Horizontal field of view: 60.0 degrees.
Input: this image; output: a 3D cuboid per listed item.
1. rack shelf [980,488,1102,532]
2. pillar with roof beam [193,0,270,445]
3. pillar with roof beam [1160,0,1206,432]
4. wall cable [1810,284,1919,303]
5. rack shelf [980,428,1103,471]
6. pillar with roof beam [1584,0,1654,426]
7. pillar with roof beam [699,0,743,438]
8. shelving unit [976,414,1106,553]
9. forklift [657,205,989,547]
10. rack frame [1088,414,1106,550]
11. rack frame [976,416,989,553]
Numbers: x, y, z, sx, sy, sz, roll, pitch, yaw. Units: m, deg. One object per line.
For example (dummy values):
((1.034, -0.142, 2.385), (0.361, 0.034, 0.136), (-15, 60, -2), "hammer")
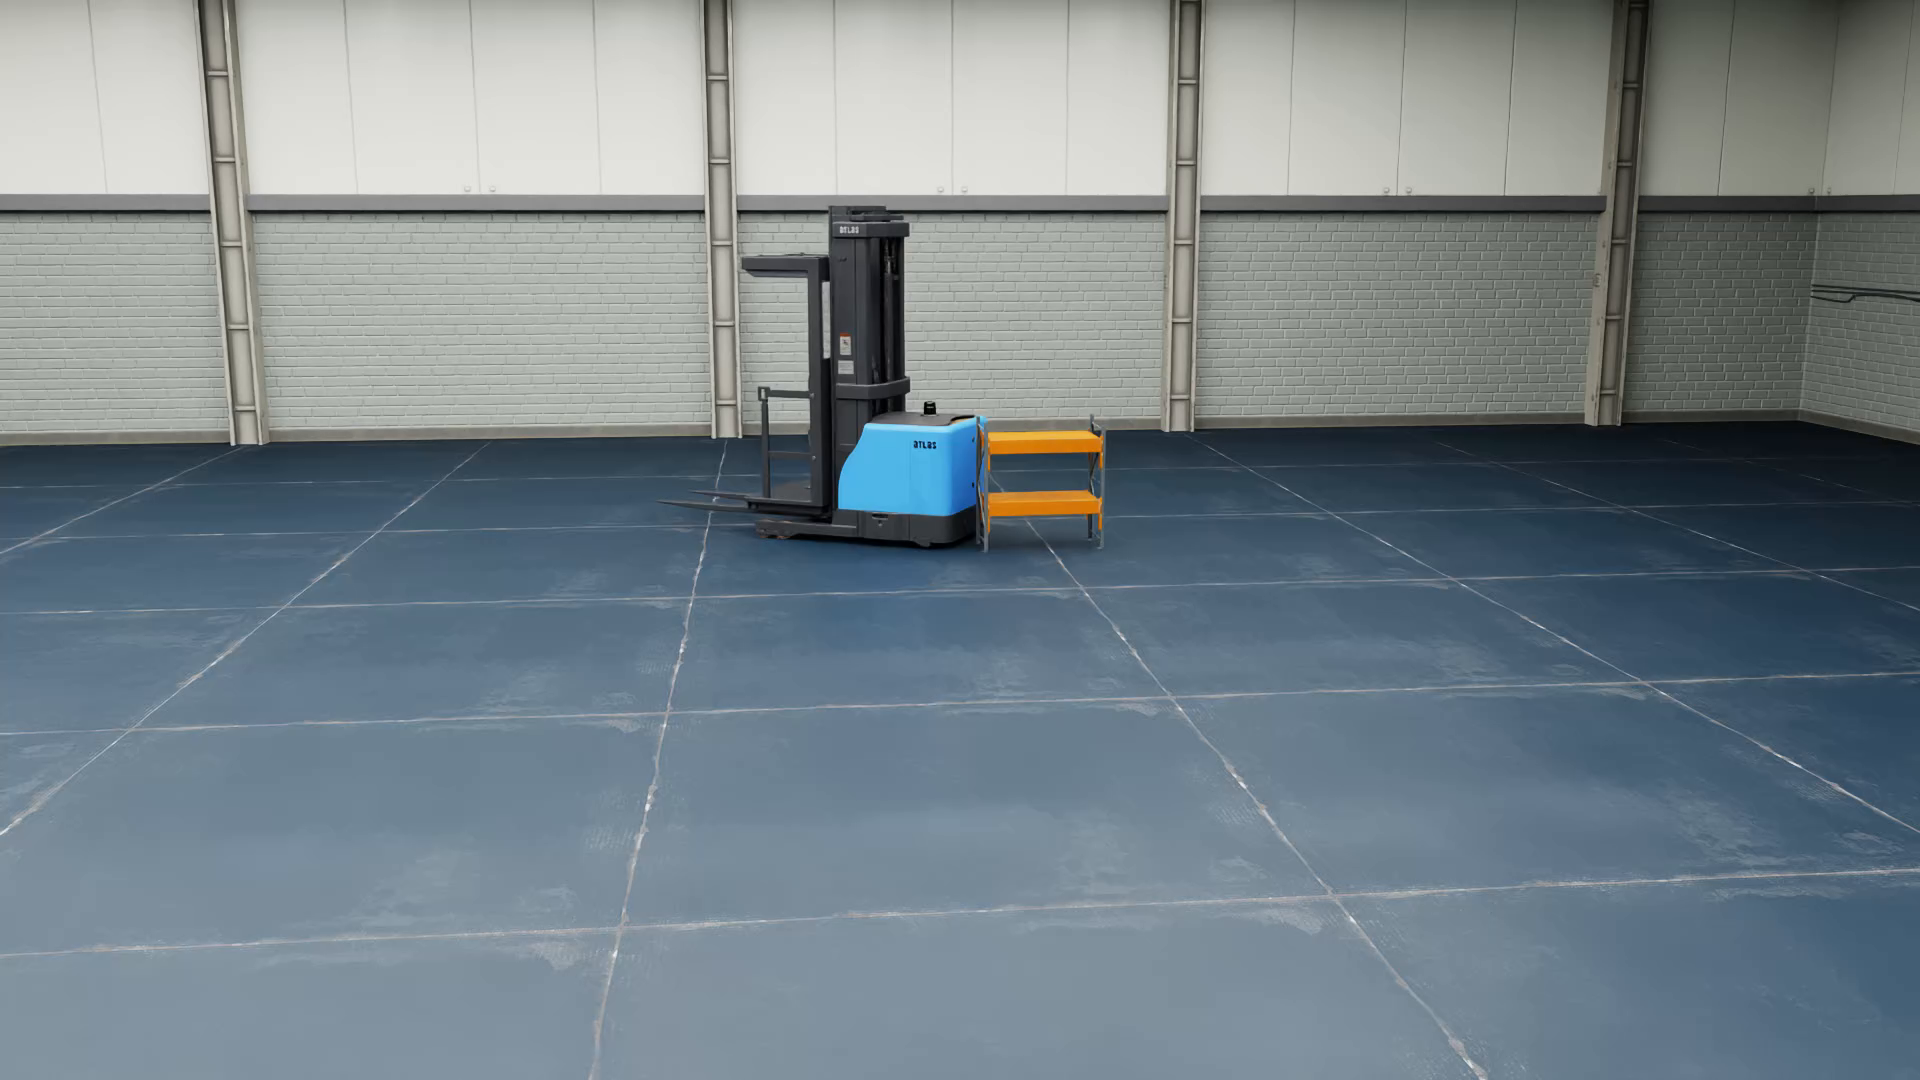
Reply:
((0.695, -0.263, 14.559), (1.000, 0.278, 0.538), (-2, 11, -8), "rack shelf")
((-8.542, -4.817, 16.041), (0.400, 9.000, 9.100), (-1, 11, -6), "pillar with roof beam")
((3.388, -5.067, 17.313), (0.400, 9.000, 9.100), (-1, 11, -6), "pillar with roof beam")
((11.960, -4.301, 21.470), (0.112, 2.526, 3.097), (-1, 11, -6), "wall cable")
((0.695, -0.790, 14.455), (1.000, 0.278, 0.538), (-2, 11, -8), "rack shelf")
((9.353, -5.192, 17.949), (0.400, 9.000, 9.100), (-1, 11, -6), "pillar with roof beam")
((-2.577, -4.942, 16.677), (0.400, 9.000, 9.100), (-1, 11, -6), "pillar with roof beam")
((0.695, -0.503, 14.512), (1.048, 1.125, 0.538), (-2, 11, -8), "shelving unit")
((-1.307, -1.533, 15.070), (3.031, 2.935, 1.130), (4, 12, 21), "forklift")
((1.198, -0.517, 14.583), (0.032, 1.125, 0.500), (-2, 11, -8), "rack frame")
((0.192, -0.489, 14.440), (0.032, 1.125, 0.500), (-2, 11, -8), "rack frame")
